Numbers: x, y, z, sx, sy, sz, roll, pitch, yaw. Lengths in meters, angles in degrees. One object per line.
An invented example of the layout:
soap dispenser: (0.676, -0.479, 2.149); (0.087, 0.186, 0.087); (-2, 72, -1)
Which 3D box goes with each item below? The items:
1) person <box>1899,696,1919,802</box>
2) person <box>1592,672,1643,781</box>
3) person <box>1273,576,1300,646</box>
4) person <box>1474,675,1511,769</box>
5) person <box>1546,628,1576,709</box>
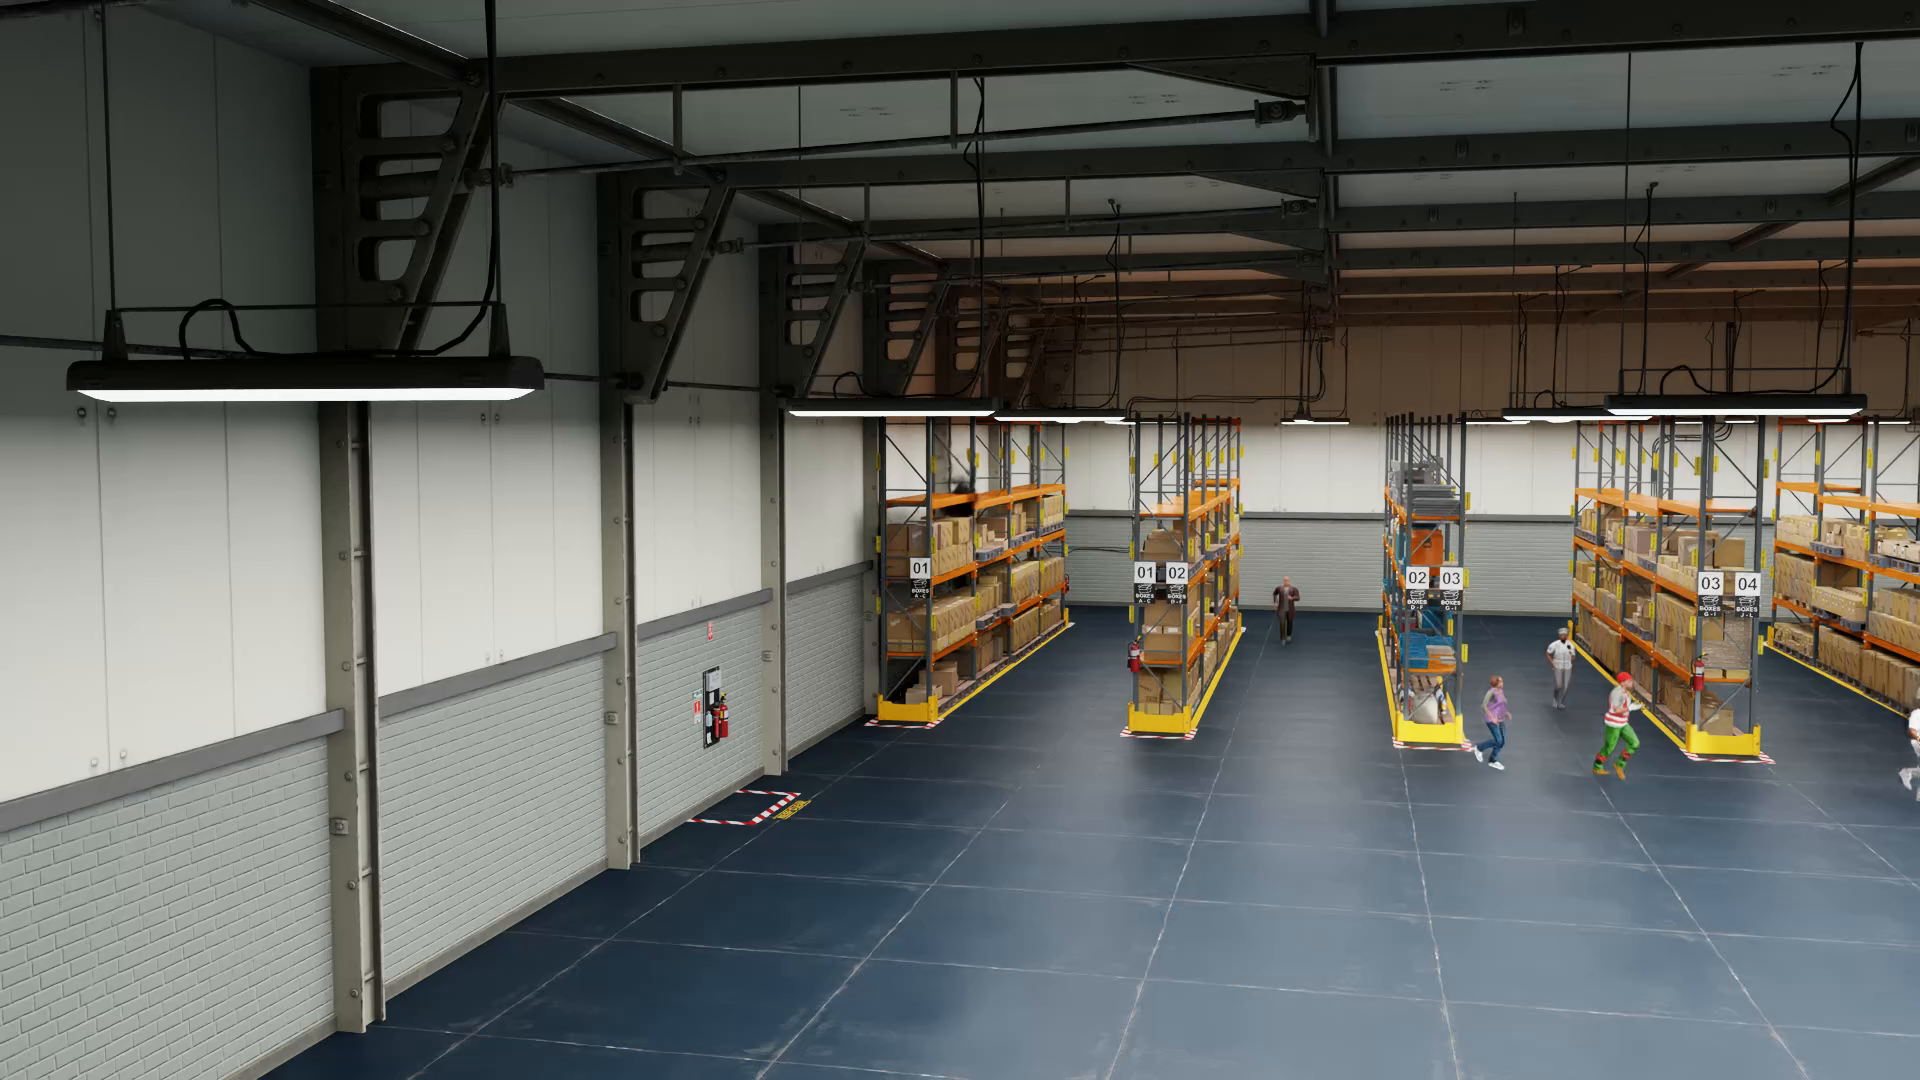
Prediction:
person: (14.696, 3.144, 25.412); (0.706, 1.740, 0.662); (-3, 5, -33)
person: (10.652, 3.013, 26.933); (0.619, 1.787, 0.817); (-4, 5, -43)
person: (8.586, 1.949, 43.760); (0.698, 1.570, 1.050); (1, 4, 10)
person: (8.975, 3.052, 28.032); (0.559, 1.574, 0.539); (-4, 5, -44)
person: (12.186, 2.608, 33.621); (0.563, 1.665, 0.564); (0, 4, 6)
